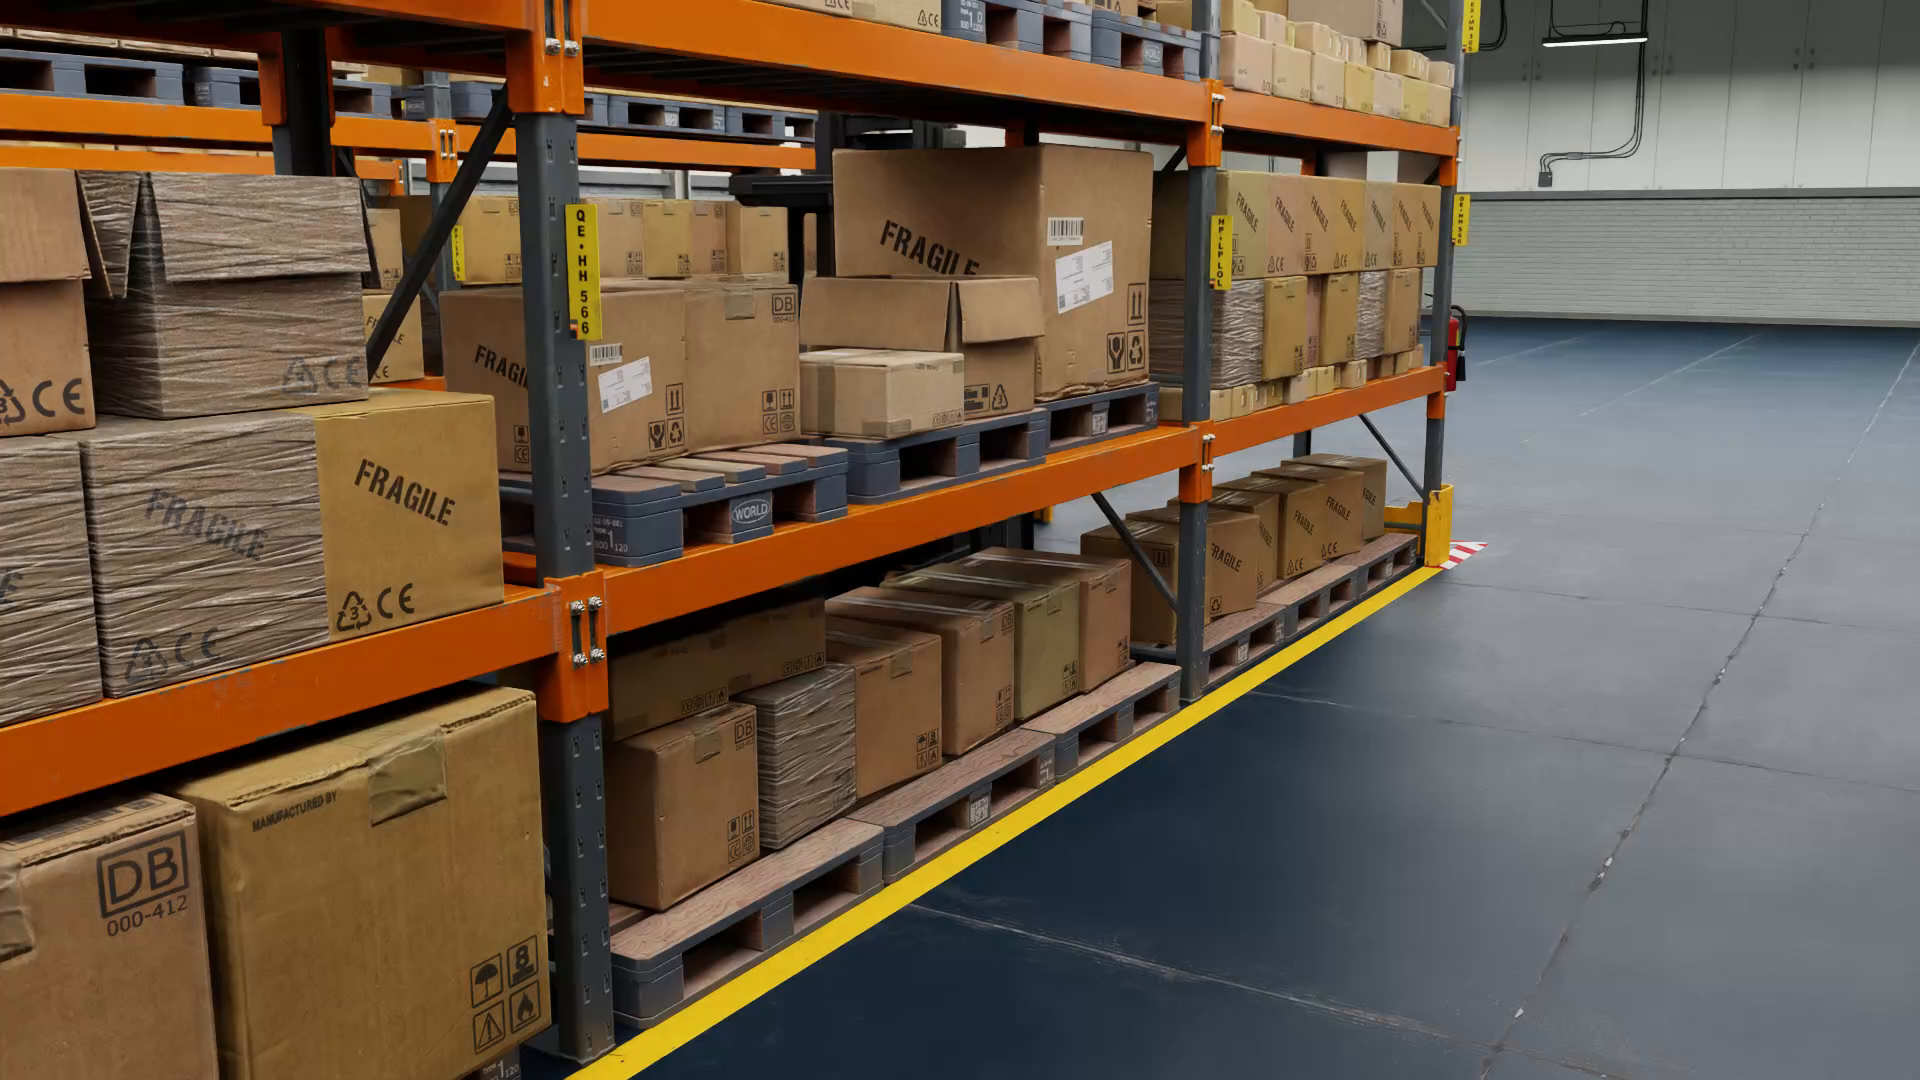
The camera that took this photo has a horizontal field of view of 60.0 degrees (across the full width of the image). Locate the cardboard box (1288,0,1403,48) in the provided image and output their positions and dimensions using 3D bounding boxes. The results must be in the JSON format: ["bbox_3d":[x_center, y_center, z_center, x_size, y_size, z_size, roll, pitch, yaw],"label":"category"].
[{"bbox_3d":[2.174,-3.039,9.360,0.500,0.500,0.500,6,12,31],"label":"cardboard box"}]

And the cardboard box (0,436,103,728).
[{"bbox_3d":[-1.966,0.079,3.025,0.500,0.500,0.500,6,12,29],"label":"cardboard box"}]

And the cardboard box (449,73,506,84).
[{"bbox_3d":[-3.021,-2.883,10.237,0.380,0.149,0.250,6,12,30],"label":"cardboard box"}]

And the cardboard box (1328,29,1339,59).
[{"bbox_3d":[1.763,-2.589,8.721,0.380,0.149,0.250,6,12,30],"label":"cardboard box"}]

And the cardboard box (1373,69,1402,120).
[{"bbox_3d":[2.200,-2.533,9.505,0.500,0.250,0.500,7,13,32],"label":"cardboard box"}]

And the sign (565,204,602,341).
[{"bbox_3d":[-0.914,-0.650,4.042,0.100,0.325,0.005,6,12,31],"label":"sign"}]

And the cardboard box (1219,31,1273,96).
[{"bbox_3d":[1.139,-2.209,7.774,0.500,0.250,0.500,6,12,28],"label":"cardboard box"}]

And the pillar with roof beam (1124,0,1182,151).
[{"bbox_3d":[8.172,-10.044,41.065,9.100,9.000,0.548,6,12,31],"label":"pillar with roof beam"}]

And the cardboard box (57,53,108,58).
[{"bbox_3d":[-4.653,-2.642,8.630,0.396,0.266,0.258,6,12,31],"label":"cardboard box"}]

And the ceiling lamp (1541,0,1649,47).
[{"bbox_3d":[12.862,-11.557,33.284,2.000,3.185,0.800,6,12,31],"label":"ceiling lamp"}]

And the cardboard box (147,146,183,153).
[{"bbox_3d":[-6.668,-3.280,13.768,0.380,0.149,0.250,6,12,30],"label":"cardboard box"}]

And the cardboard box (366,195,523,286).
[{"bbox_3d":[-3.280,-1.911,10.584,0.875,0.550,0.550,6,12,31],"label":"cardboard box"}]

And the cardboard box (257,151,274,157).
[{"bbox_3d":[-6.199,-3.448,14.667,0.380,0.149,0.250,6,12,30],"label":"cardboard box"}]

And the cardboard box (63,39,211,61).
[{"bbox_3d":[-4.223,-2.642,8.505,0.500,0.311,0.500,6,12,29],"label":"cardboard box"}]

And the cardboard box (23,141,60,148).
[{"bbox_3d":[-7.226,-3.121,12.920,0.380,0.149,0.250,6,12,31],"label":"cardboard box"}]

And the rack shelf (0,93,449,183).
[{"bbox_3d":[-4.539,-2.058,8.515,1.077,0.370,4.000,6,12,31],"label":"rack shelf"}]

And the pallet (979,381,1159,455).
[{"bbox_3d":[0.165,-0.562,7.239,1.003,0.211,1.213,6,12,31],"label":"pallet"}]

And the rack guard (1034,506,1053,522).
[{"bbox_3d":[0.432,-0.292,12.748,0.587,0.250,0.087,5,12,27],"label":"rack guard"}]

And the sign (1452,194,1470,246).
[{"bbox_3d":[3.227,-2.060,10.714,0.100,0.325,0.005,6,12,31],"label":"sign"}]

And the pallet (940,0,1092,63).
[{"bbox_3d":[-0.261,-1.894,6.193,1.213,0.211,1.003,6,12,31],"label":"pallet"}]

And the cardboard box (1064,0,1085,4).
[{"bbox_3d":[0.284,-2.220,6.646,0.396,0.266,0.258,7,13,33],"label":"cardboard box"}]

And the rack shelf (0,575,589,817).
[{"bbox_3d":[-2.429,0.535,2.815,1.077,0.370,4.000,6,12,31],"label":"rack shelf"}]

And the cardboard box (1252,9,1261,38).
[{"bbox_3d":[1.198,-2.429,7.864,0.380,0.149,0.250,6,12,28],"label":"cardboard box"}]

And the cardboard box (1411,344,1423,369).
[{"bbox_3d":[2.791,-1.203,10.828,0.380,0.149,0.250,6,12,31],"label":"cardboard box"}]

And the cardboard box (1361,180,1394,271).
[{"bbox_3d":[2.172,-1.811,9.591,0.500,0.500,0.500,6,12,31],"label":"cardboard box"}]

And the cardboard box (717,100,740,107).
[{"bbox_3d":[-1.835,-3.243,12.157,0.380,0.149,0.250,6,12,30],"label":"cardboard box"}]

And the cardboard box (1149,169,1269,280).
[{"bbox_3d":[1.137,-1.496,7.909,0.500,0.500,0.500,6,12,31],"label":"cardboard box"}]

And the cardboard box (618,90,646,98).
[{"bbox_3d":[-2.361,-3.084,11.308,0.380,0.149,0.250,6,12,31],"label":"cardboard box"}]

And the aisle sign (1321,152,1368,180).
[{"bbox_3d":[2.539,-2.708,11.115,0.394,0.787,0.004,6,12,31],"label":"aisle sign"}]

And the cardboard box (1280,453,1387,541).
[{"bbox_3d":[2.424,-0.273,10.825,0.500,0.500,0.500,9,14,41],"label":"cardboard box"}]

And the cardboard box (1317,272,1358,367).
[{"bbox_3d":[1.731,-1.261,9.372,0.875,0.500,0.500,6,12,31],"label":"cardboard box"}]

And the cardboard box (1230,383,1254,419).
[{"bbox_3d":[1.196,-0.682,8.043,0.380,0.149,0.250,6,12,31],"label":"cardboard box"}]

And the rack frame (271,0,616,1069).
[{"bbox_3d":[-1.391,-0.133,4.429,1.000,3.000,0.127,6,12,31],"label":"rack frame"}]

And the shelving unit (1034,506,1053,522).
[{"bbox_3d":[0.205,-0.825,12.197,0.587,1.500,1.083,5,12,27],"label":"shelving unit"}]

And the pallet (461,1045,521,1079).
[{"bbox_3d":[-1.864,1.354,4.062,1.003,0.211,1.213,6,12,31],"label":"pallet"}]

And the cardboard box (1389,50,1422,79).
[{"bbox_3d":[2.492,-2.790,9.790,0.380,0.149,0.250,6,12,31],"label":"cardboard box"}]

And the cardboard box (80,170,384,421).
[{"bbox_3d":[-1.784,-0.562,3.721,0.797,0.503,0.637,7,13,33],"label":"cardboard box"}]

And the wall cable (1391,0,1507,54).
[{"bbox_3d":[12.109,-13.430,41.504,3.097,2.526,0.112,6,12,31],"label":"wall cable"}]

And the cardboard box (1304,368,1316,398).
[{"bbox_3d":[1.683,-0.843,8.902,0.380,0.149,0.250,6,12,31],"label":"cardboard box"}]

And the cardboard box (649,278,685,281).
[{"bbox_3d":[-2.482,-1.640,12.071,0.875,0.550,0.500,6,12,31],"label":"cardboard box"}]

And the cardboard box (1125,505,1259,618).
[{"bbox_3d":[1.219,0.110,8.781,0.500,0.500,0.500,-9,14,-39],"label":"cardboard box"}]

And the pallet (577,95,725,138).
[{"bbox_3d":[-2.433,-3.002,11.840,1.003,0.211,1.213,6,12,31],"label":"pallet"}]

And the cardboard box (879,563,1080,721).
[{"bbox_3d":[0.085,0.418,7.083,0.700,0.500,0.500,6,12,30],"label":"cardboard box"}]

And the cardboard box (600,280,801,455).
[{"bbox_3d":[-0.940,-0.575,5.375,0.700,0.500,0.500,9,14,39],"label":"cardboard box"}]

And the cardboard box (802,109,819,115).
[{"bbox_3d":[-1.307,-3.403,13.013,0.380,0.149,0.250,6,12,31],"label":"cardboard box"}]

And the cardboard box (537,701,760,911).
[{"bbox_3d":[-1.060,0.772,5.191,0.700,0.500,0.500,6,12,28],"label":"cardboard box"}]

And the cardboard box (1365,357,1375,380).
[{"bbox_3d":[2.267,-1.047,9.991,0.380,0.149,0.250,6,12,31],"label":"cardboard box"}]

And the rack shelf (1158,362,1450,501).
[{"bbox_3d":[1.725,-0.723,9.536,1.077,0.370,4.000,6,12,31],"label":"rack shelf"}]

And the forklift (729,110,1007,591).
[{"bbox_3d":[-0.704,-1.188,10.251,1.130,2.935,3.031,5,12,27],"label":"forklift"}]

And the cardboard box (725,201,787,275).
[{"bbox_3d":[-1.856,-2.336,12.851,0.875,0.550,0.550,6,12,31],"label":"cardboard box"}]
